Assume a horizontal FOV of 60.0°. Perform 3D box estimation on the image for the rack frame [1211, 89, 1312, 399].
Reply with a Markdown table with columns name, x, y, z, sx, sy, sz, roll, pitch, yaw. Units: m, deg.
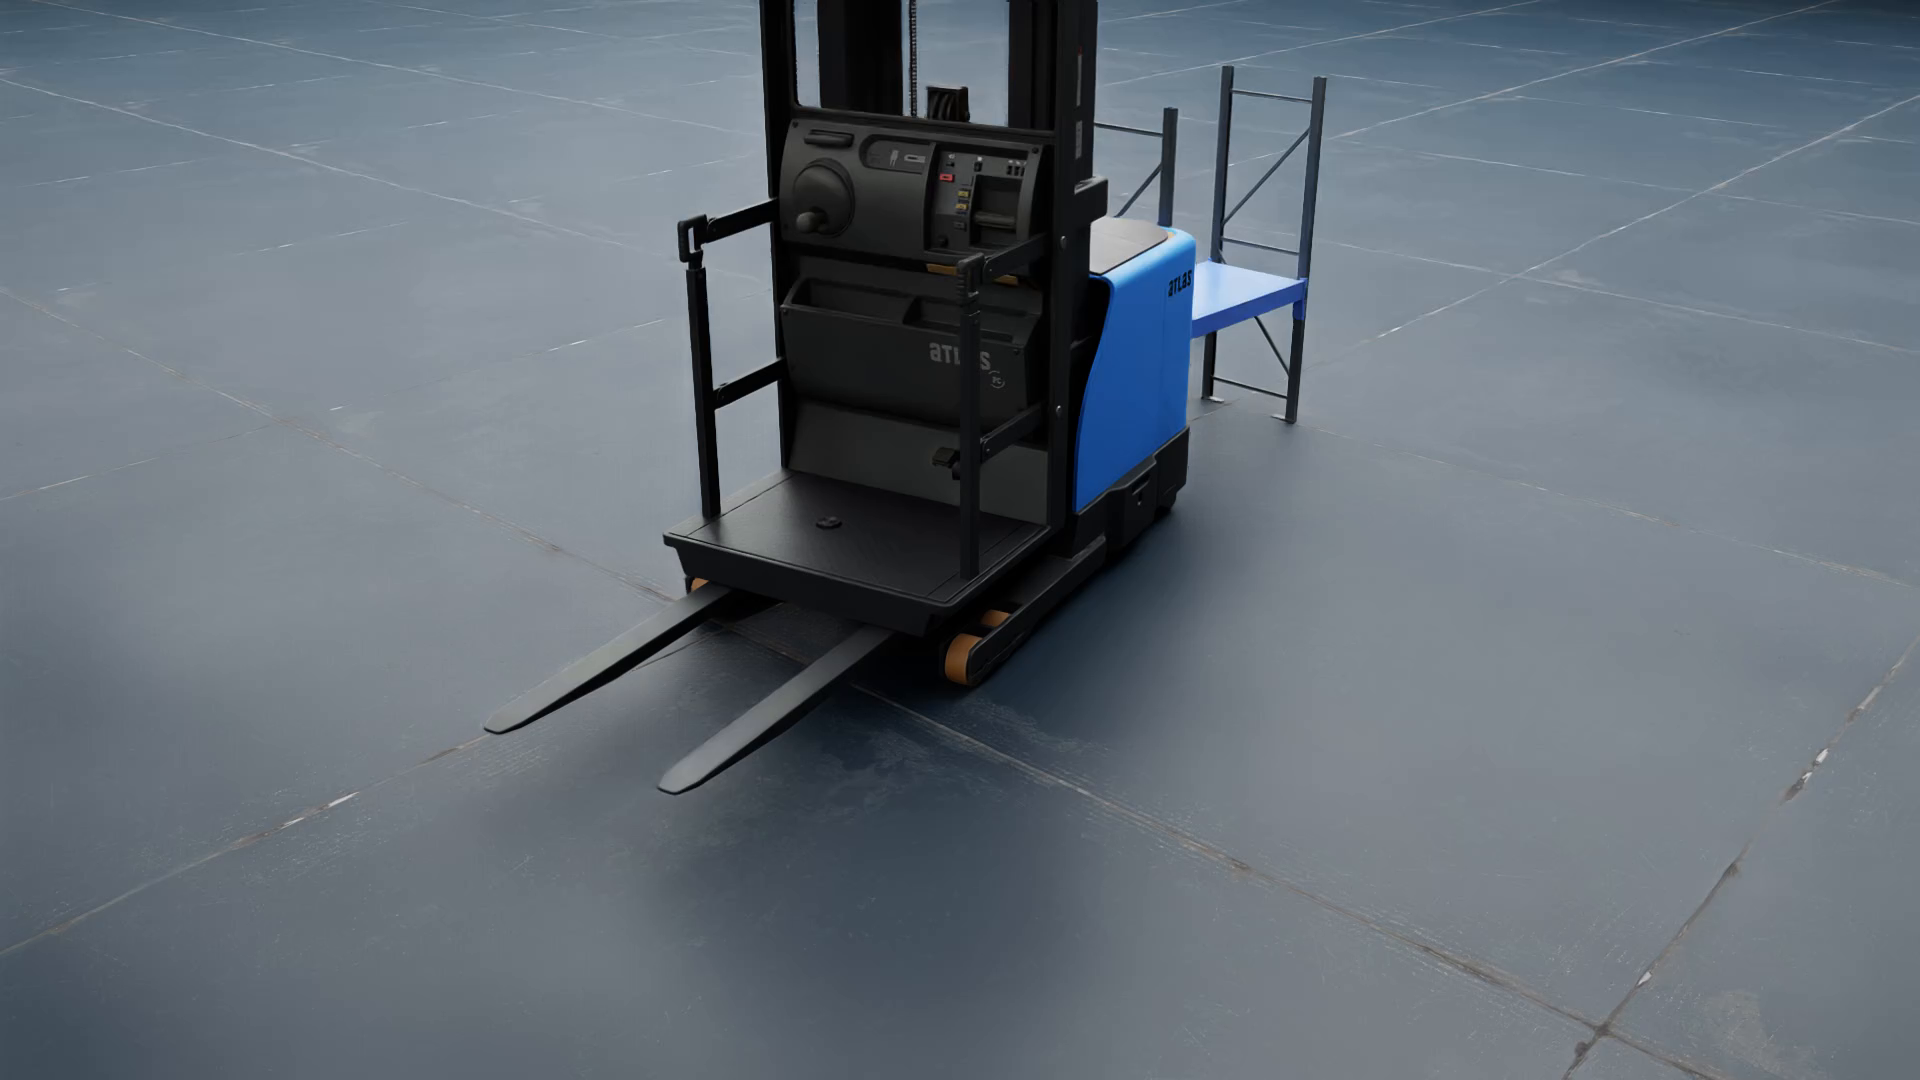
| name | x | y | z | sx | sy | sz | roll | pitch | yaw |
| --- | --- | --- | --- | --- | --- | --- | --- | --- | --- |
| rack frame | 1.313 | -1.282 | 7.276 | 0.475 | 1.308 | 0.013 | 21 | 32 | 39 |

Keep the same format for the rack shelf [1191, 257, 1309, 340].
| name | x | y | z | sx | sy | sz | roll | pitch | yaw |
| --- | --- | --- | --- | --- | --- | --- | --- | --- | --- |
| rack shelf | 0.964 | -0.966 | 7.011 | 0.538 | 0.185 | 1.000 | 21 | 32 | 39 |

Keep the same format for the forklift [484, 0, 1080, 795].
| name | x | y | z | sx | sy | sz | roll | pitch | yaw |
| --- | --- | --- | --- | --- | --- | --- | --- | --- | --- |
| forklift | -0.274 | -1.090 | 5.099 | 1.121 | 2.935 | 3.031 | 13 | 27 | 27 |

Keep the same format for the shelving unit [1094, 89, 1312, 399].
| name | x | y | z | sx | sy | sz | roll | pitch | yaw |
| --- | --- | --- | --- | --- | --- | --- | --- | --- | --- |
| shelving unit | 0.964 | -1.130 | 6.938 | 0.538 | 1.308 | 1.030 | 21 | 32 | 39 |

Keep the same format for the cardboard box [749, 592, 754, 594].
| name | x | y | z | sx | sy | sz | roll | pitch | yaw |
| --- | --- | --- | --- | --- | --- | --- | --- | --- | --- |
| cardboard box | -0.747 | 0.107 | 5.821 | 0.153 | 0.156 | 0.178 | 19 | 31 | 37 |

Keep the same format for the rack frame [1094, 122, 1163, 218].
| name | x | y | z | sx | sy | sz | roll | pitch | yaw |
| --- | --- | --- | --- | --- | --- | --- | --- | --- | --- |
| rack frame | 0.613 | -0.980 | 6.602 | 0.475 | 1.308 | 0.013 | 21 | 32 | 39 |
